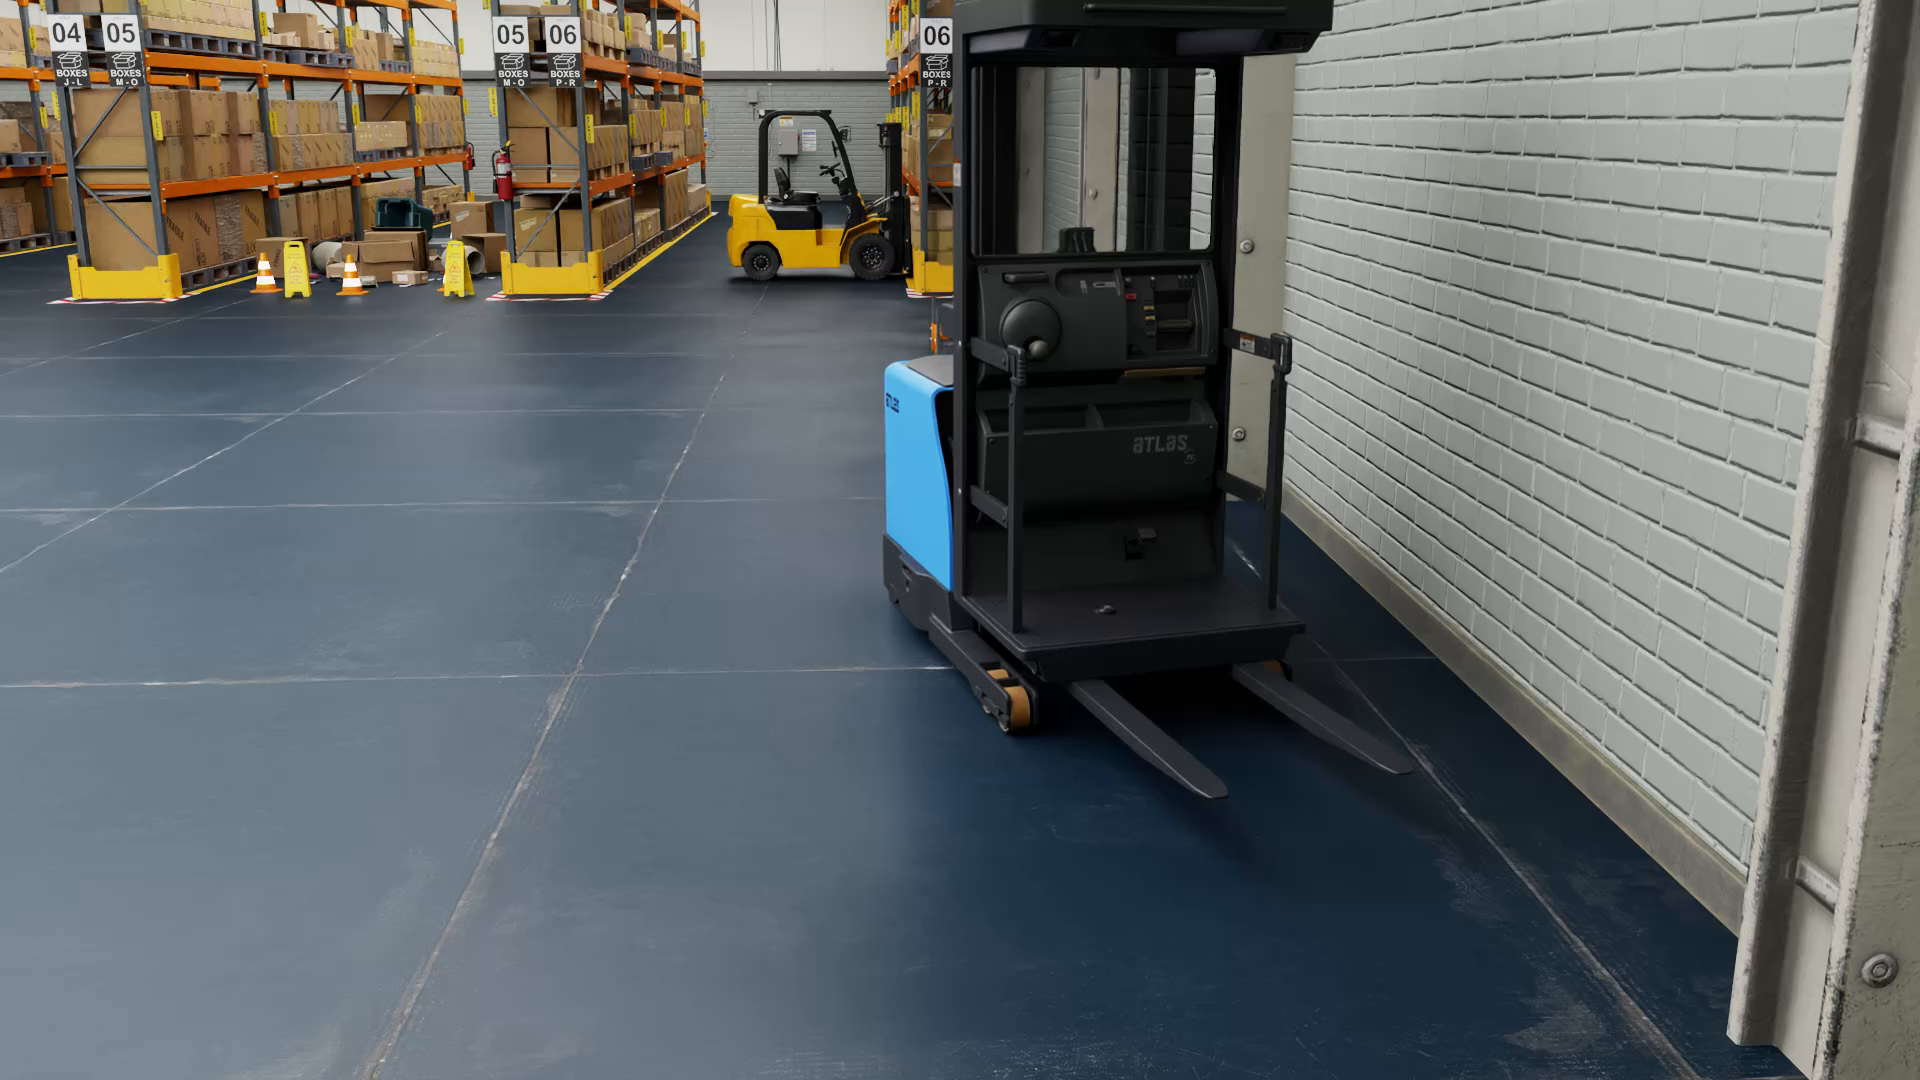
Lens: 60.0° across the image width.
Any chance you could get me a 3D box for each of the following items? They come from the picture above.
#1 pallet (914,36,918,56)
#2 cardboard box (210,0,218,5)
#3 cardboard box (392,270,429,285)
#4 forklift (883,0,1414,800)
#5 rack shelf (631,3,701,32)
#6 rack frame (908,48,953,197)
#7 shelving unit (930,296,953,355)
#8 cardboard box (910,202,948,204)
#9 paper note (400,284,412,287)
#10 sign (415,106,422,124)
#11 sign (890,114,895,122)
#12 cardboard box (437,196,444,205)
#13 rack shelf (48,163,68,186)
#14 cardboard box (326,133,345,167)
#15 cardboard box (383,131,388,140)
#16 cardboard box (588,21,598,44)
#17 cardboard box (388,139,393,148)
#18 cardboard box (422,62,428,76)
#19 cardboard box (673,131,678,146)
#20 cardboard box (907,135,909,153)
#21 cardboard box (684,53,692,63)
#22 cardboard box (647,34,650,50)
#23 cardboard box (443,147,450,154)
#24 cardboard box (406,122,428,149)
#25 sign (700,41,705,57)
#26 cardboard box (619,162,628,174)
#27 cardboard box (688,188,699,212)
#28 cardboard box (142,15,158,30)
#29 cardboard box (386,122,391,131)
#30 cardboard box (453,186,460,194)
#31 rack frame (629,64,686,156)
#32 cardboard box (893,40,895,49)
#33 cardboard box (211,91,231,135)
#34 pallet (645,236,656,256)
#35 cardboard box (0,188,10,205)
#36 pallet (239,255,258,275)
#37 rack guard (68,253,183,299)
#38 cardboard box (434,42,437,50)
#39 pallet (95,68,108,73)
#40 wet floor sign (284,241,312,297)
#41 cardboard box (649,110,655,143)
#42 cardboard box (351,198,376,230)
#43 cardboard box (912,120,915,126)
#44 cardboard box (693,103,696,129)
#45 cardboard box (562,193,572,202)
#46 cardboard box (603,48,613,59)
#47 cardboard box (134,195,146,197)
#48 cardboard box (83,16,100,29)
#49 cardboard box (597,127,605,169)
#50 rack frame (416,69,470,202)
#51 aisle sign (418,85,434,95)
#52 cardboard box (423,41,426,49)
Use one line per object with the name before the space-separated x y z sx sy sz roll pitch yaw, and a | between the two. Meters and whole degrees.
pallet | -0.078 -6.412 21.584 1.003 0.211 1.213 -1 14 -3
cardboard box | -9.699 -6.906 21.189 0.380 0.149 0.250 -1 14 -4
cardboard box | -7.033 -3.358 21.278 0.380 0.149 0.250 7 16 26
forklift | 0.583 -0.849 5.945 1.130 2.935 3.031 -4 15 -17
rack shelf | -5.803 -10.289 32.702 1.077 0.370 4.000 -1 14 -3
rack frame | -0.230 -5.516 23.946 1.000 3.000 0.127 -1 14 -3
shelving unit | -0.010 -0.622 8.537 0.258 1.200 0.503 -1 14 -3
cardboard box | -0.424 -4.365 22.142 0.500 0.250 0.500 -1 14 -5
paper note | -6.981 -3.210 20.942 0.148 0.019 0.142 -6 16 -23
sign | -10.060 -7.897 30.875 0.100 0.325 0.005 -1 14 -3
sign | -1.266 -7.915 31.531 0.100 0.325 0.005 -1 14 -3
cardboard box | -10.433 -6.710 32.866 0.380 0.149 0.250 -1 14 -4
rack shelf | -15.446 -6.429 28.939 1.077 0.370 4.000 -1 14 -3
cardboard box | -10.040 -6.148 26.202 0.500 0.500 0.500 -1 14 -3
cardboard box | -10.306 -7.129 29.277 0.380 0.149 0.250 -1 14 -3
cardboard box | -4.722 -6.222 20.375 0.500 0.250 0.500 -1 14 -4
cardboard box | -10.323 -7.055 29.586 0.380 0.149 0.250 -2 15 -6
cardboard box | -10.419 -8.950 31.574 0.500 0.250 0.500 -1 14 -4
cardboard box | -5.284 -7.112 29.445 0.500 0.250 0.500 -1 14 -2
cardboard box | -0.515 -5.804 24.361 0.500 0.250 0.500 -1 14 -5
cardboard box | -5.809 -9.944 34.394 0.500 0.250 0.500 -2 15 -9
cardboard box | -4.905 -7.425 24.801 0.500 0.250 0.500 -1 14 -4
cardboard box | -10.524 -7.869 33.596 0.380 0.149 0.250 -2 15 -6
cardboard box | -10.393 -7.646 31.427 0.500 0.500 0.500 -1 14 -4
sign | -5.385 -10.271 34.788 0.100 0.325 0.005 -1 14 -3
cardboard box | -4.837 -5.180 23.142 0.380 0.149 0.250 -1 14 -2
cardboard box | -5.667 -6.771 33.123 0.875 0.438 0.875 -1 14 -5
cardboard box | -9.571 -6.015 19.327 0.380 0.149 0.250 -1 14 -3
cardboard box | -10.334 -7.342 29.510 0.380 0.149 0.250 -1 14 -5
cardboard box | -10.474 -7.179 34.092 0.380 0.149 0.250 -1 14 -5
rack frame | -5.679 -7.428 31.377 1.000 3.000 0.127 -1 14 -3
cardboard box | -0.990 -8.769 29.434 0.380 0.149 0.250 -1 14 -3
cardboard box | -10.083 -5.569 21.683 0.875 0.550 0.550 -1 14 -3
pallet | -5.312 -4.586 25.926 1.003 0.211 1.213 -1 14 -3
cardboard box | -15.208 -5.348 25.921 0.500 0.250 0.500 1 14 3
pallet | -10.149 -3.796 22.857 1.003 0.211 1.213 -1 14 -3
rack guard | -9.868 -3.126 19.671 1.175 0.500 0.348 -1 14 -3
cardboard box | -10.474 -9.676 32.589 0.380 0.149 0.250 -1 14 -5
pallet | -15.464 -8.408 29.549 0.805 0.209 1.217 -1 15 -6
wet floor sign | -7.892 -3.225 19.767 0.267 0.644 0.232 -3 15 -13
cardboard box | -5.050 -6.467 25.999 0.500 0.500 0.500 -2 15 -7
cardboard box | -10.155 -5.505 28.074 0.500 0.500 0.500 -2 15 -6
cardboard box | -0.461 -5.746 22.741 0.380 0.149 0.250 -1 14 -2
cardboard box | -5.541 -8.462 33.187 0.500 0.500 0.500 -1 14 -4
cardboard box | -5.415 -4.610 22.293 0.380 0.149 0.250 0 14 0
cardboard box | -4.810 -6.440 22.019 0.380 0.149 0.250 0 14 -2
cardboard box | -15.510 -6.291 30.377 1.225 0.875 0.875 -1 14 -3
cardboard box | -10.229 -6.003 19.277 0.380 0.149 0.250 -1 14 -4
cardboard box | -4.723 -4.887 20.703 0.500 0.500 0.500 0 14 -2
rack frame | -10.861 -8.321 34.849 1.000 3.000 0.127 -1 14 -3
aisle sign | -11.165 -9.594 34.577 0.394 0.787 0.004 -1 14 -3
cardboard box | -10.452 -9.477 31.818 0.380 0.149 0.250 -1 14 -5
